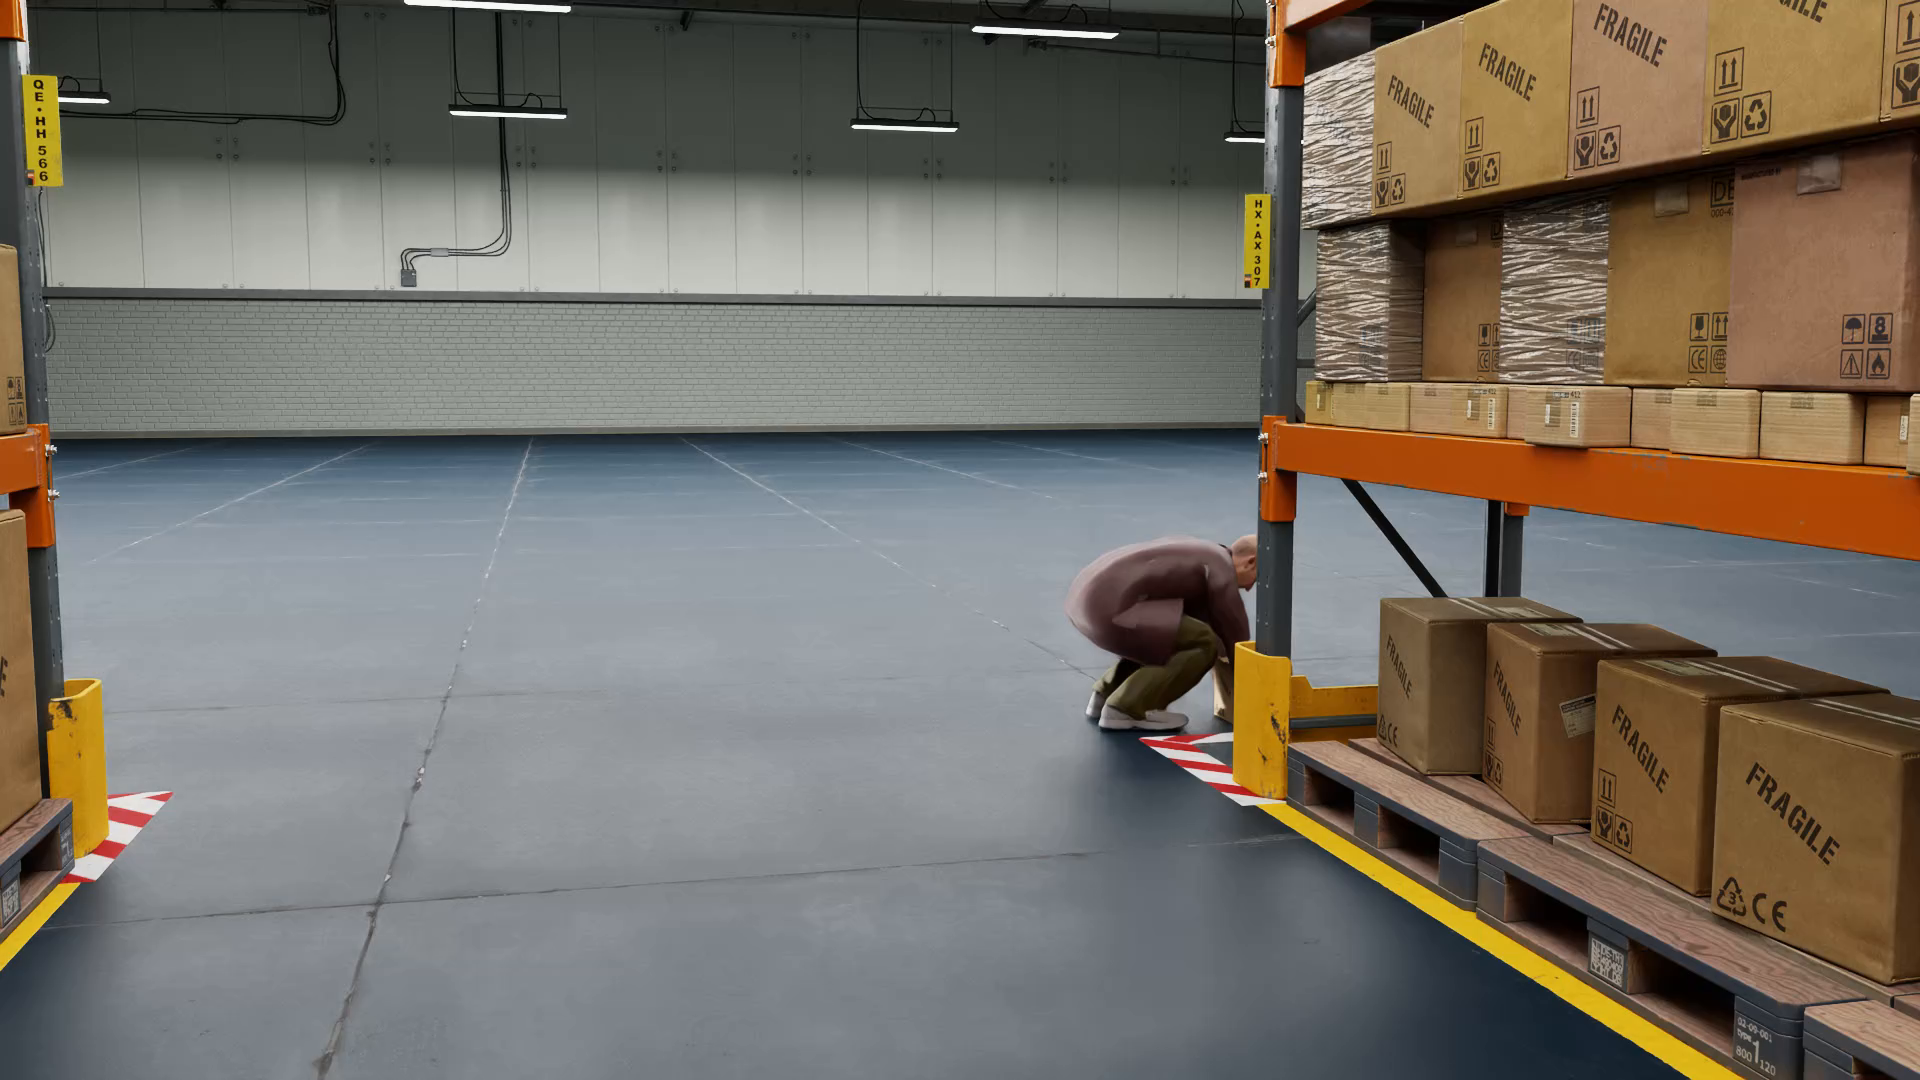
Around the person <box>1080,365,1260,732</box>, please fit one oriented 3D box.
[{"bbox_3d":[0.914,0.028,6.974,0.816,1.500,0.550,-1,6,-10],"label":"person"}]
